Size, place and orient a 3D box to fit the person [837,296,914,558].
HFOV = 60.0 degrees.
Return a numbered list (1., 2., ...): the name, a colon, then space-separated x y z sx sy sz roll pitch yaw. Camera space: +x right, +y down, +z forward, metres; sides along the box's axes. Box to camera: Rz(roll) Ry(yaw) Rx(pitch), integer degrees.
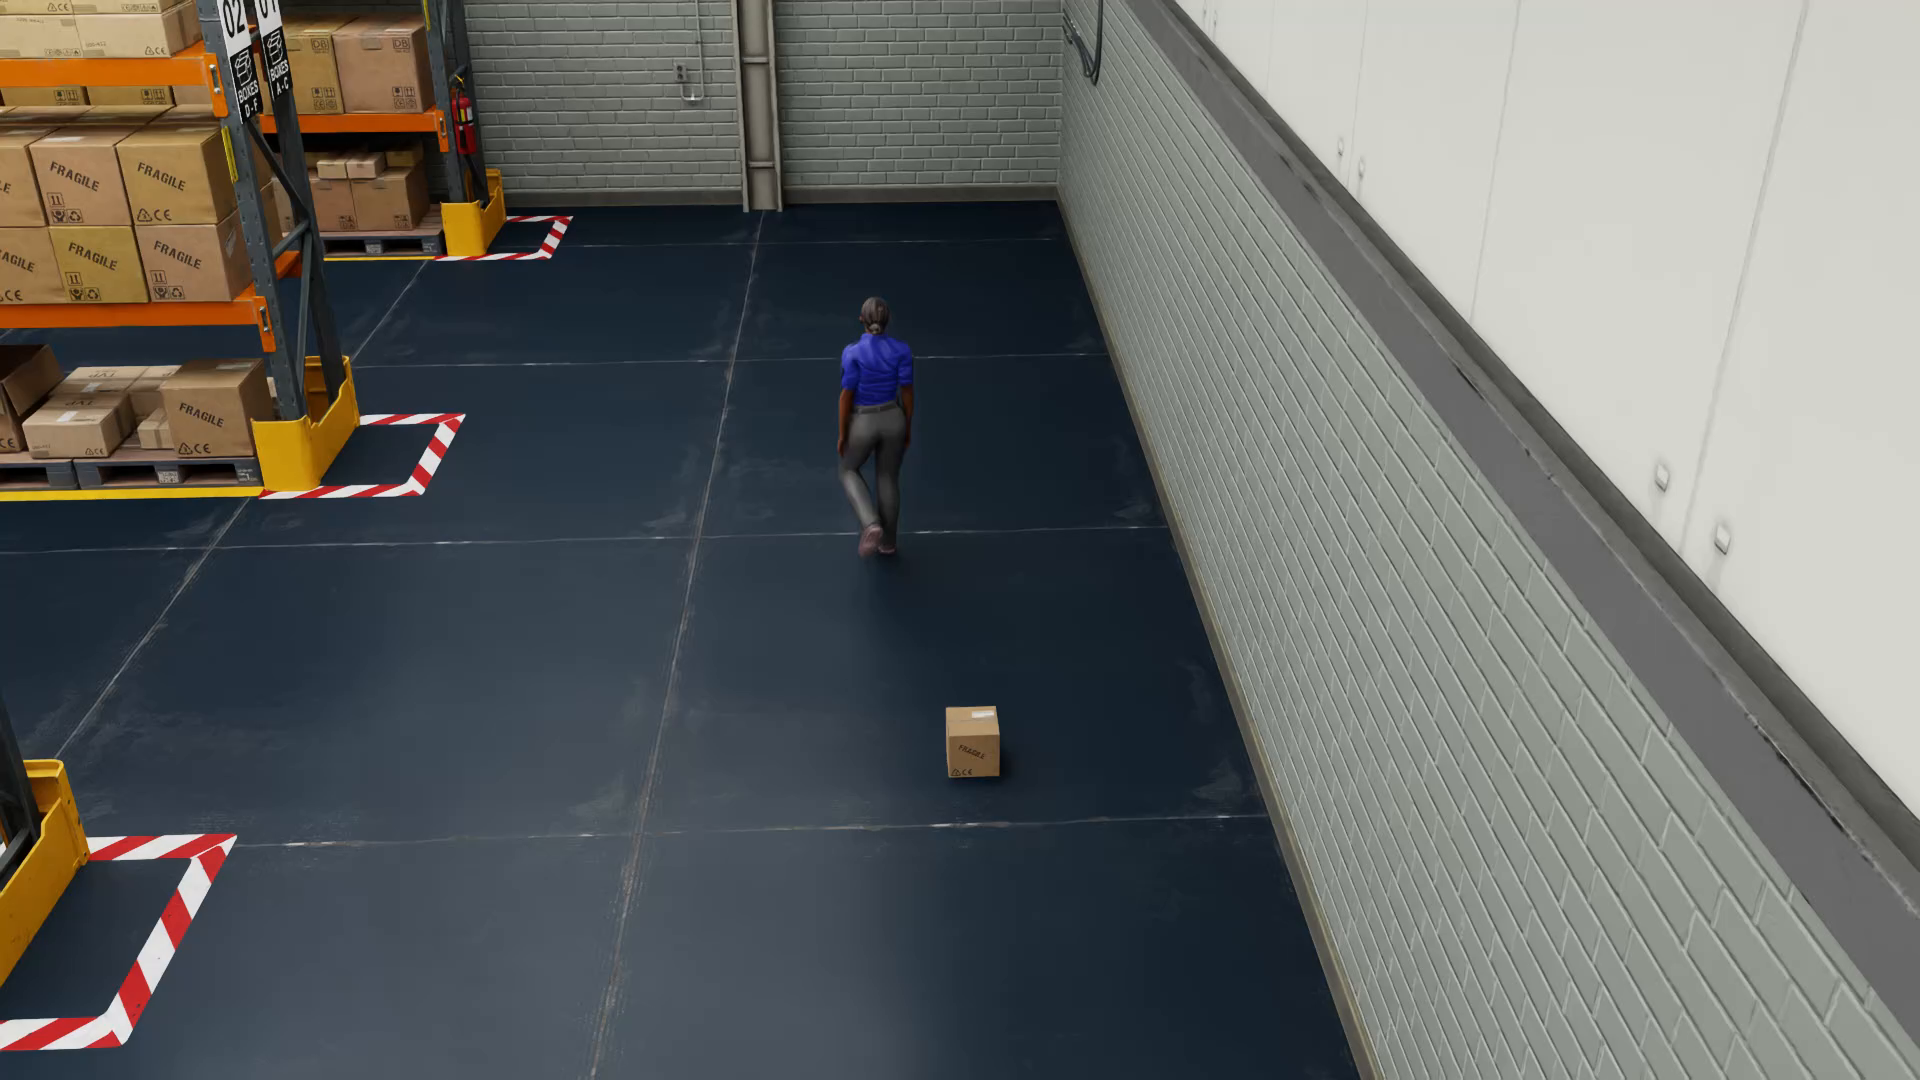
1. person: -0.499 -0.657 9.818 0.472 1.648 0.477 -9 29 -16
